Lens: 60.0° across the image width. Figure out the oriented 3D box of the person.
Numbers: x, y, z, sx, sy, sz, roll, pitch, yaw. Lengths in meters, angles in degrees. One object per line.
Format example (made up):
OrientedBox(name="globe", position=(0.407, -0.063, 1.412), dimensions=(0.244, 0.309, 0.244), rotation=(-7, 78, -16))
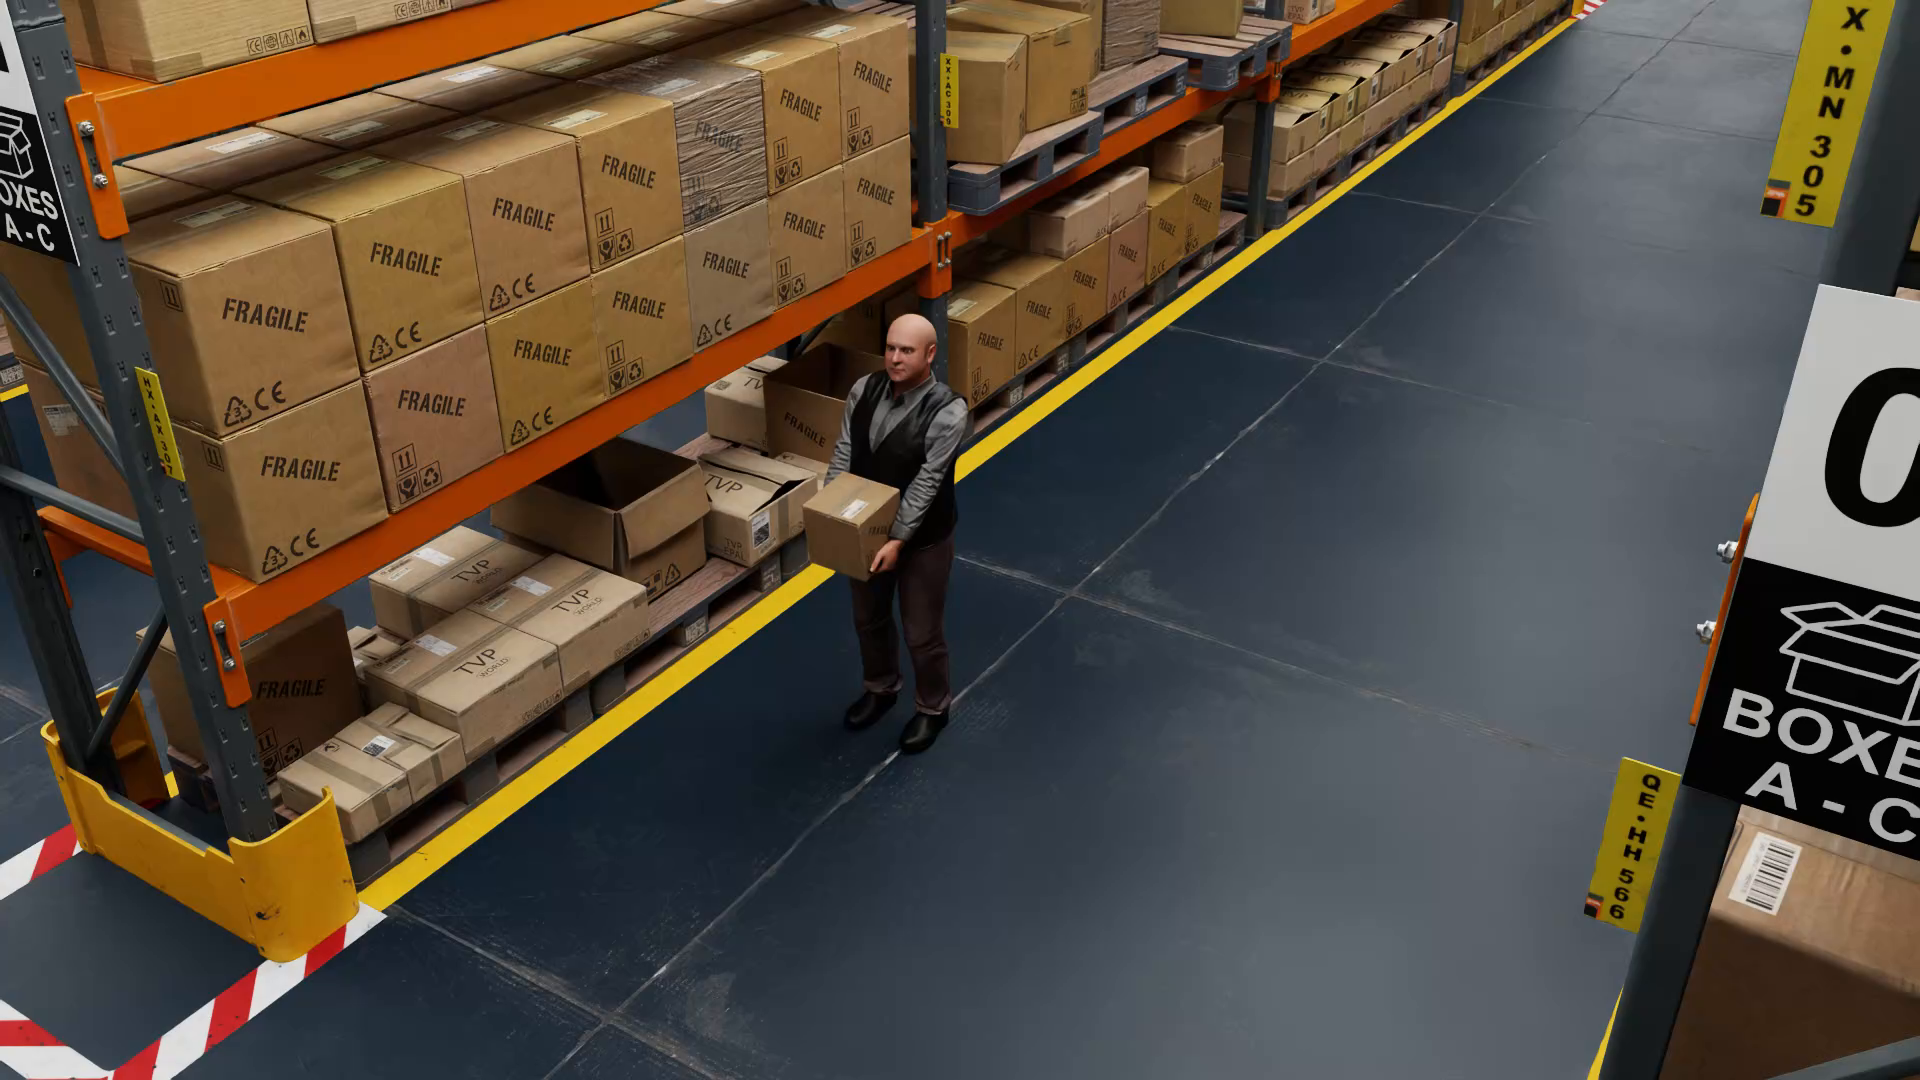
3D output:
OrientedBox(name="person", position=(-0.262, 0.020, 6.130), dimensions=(0.494, 1.713, 0.535), rotation=(18, 35, 28))
